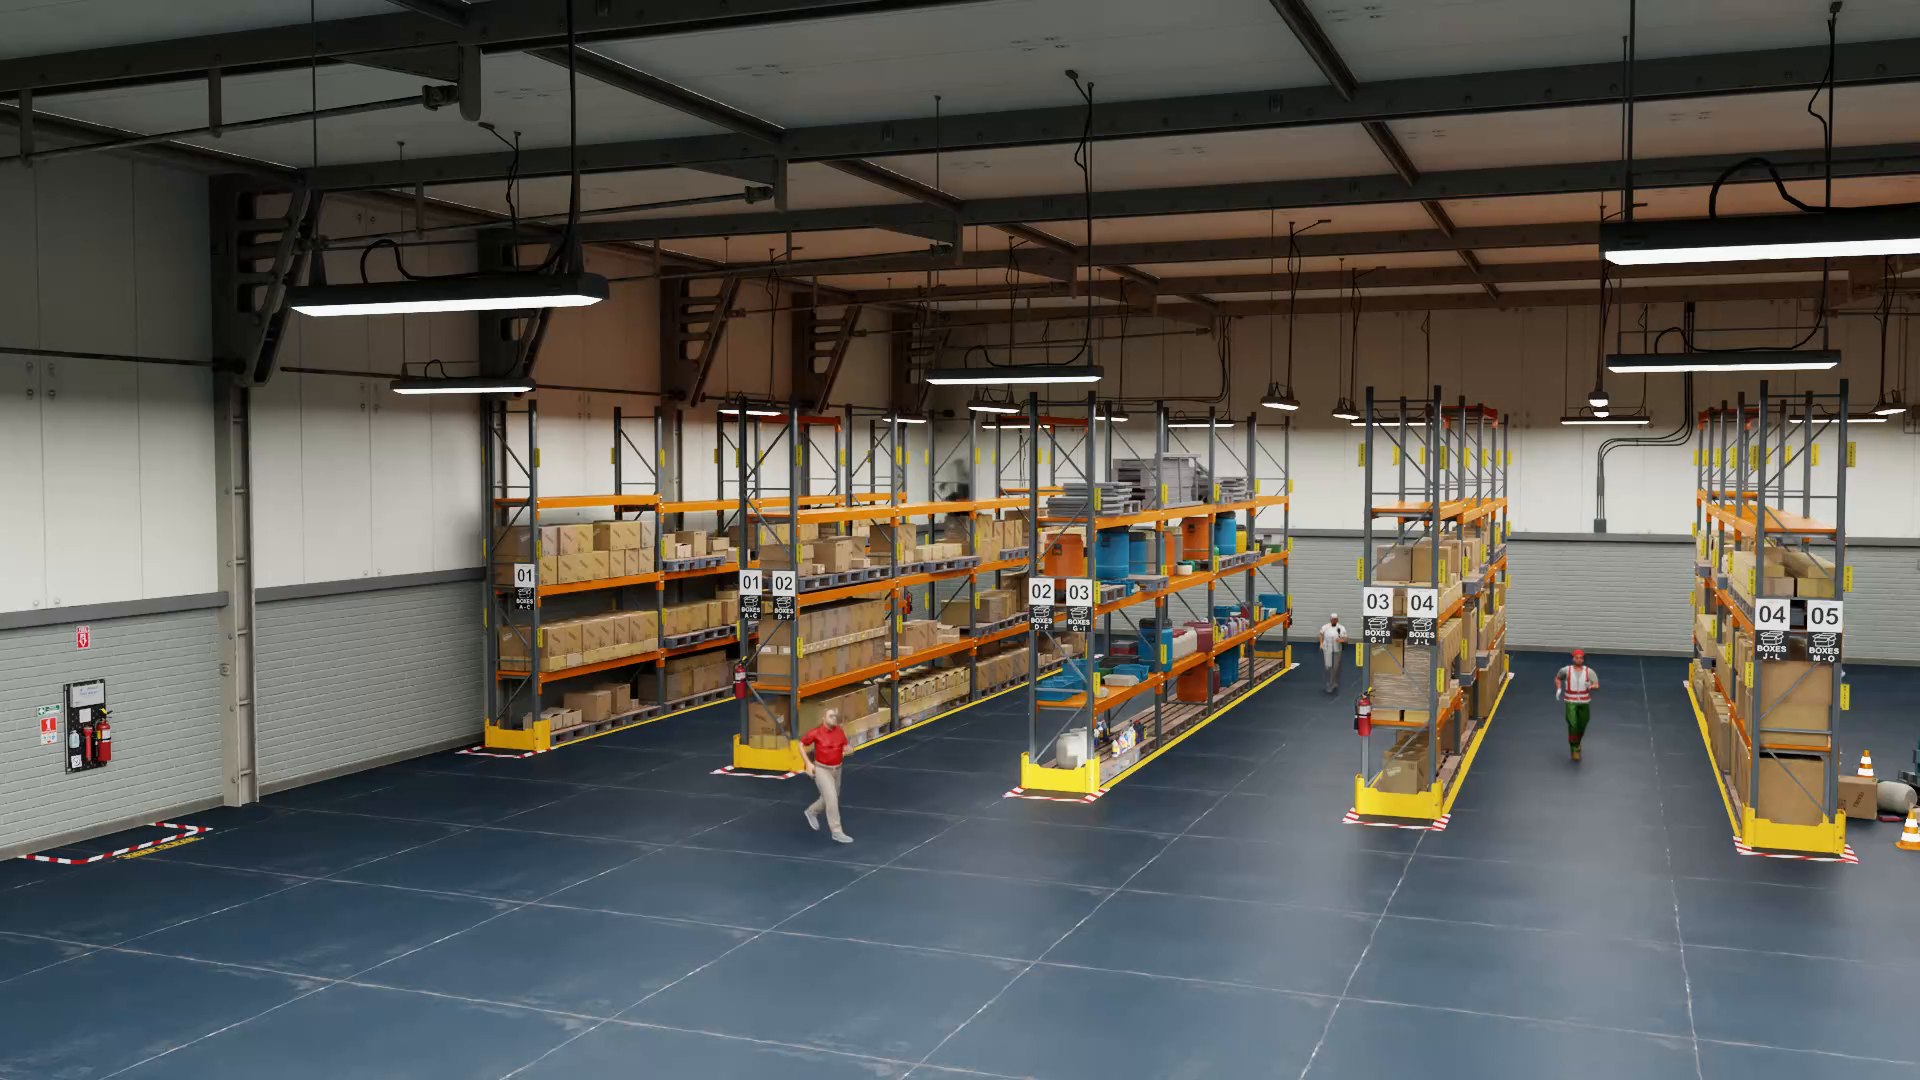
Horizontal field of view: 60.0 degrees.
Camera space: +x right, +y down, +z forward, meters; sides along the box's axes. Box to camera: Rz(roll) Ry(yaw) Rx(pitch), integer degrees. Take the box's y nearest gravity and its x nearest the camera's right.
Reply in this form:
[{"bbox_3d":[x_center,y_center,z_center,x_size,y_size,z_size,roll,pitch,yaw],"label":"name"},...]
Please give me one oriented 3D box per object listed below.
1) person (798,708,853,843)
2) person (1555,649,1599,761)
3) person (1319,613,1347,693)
[{"bbox_3d":[-1.745,3.046,21.759,0.971,1.709,0.663,3,4,42],"label":"person"},{"bbox_3d":[10.270,2.709,27.664,0.658,1.785,0.983,1,3,10],"label":"person"},{"bbox_3d":[8.003,2.421,35.649,0.570,1.723,0.818,0,3,8],"label":"person"}]
